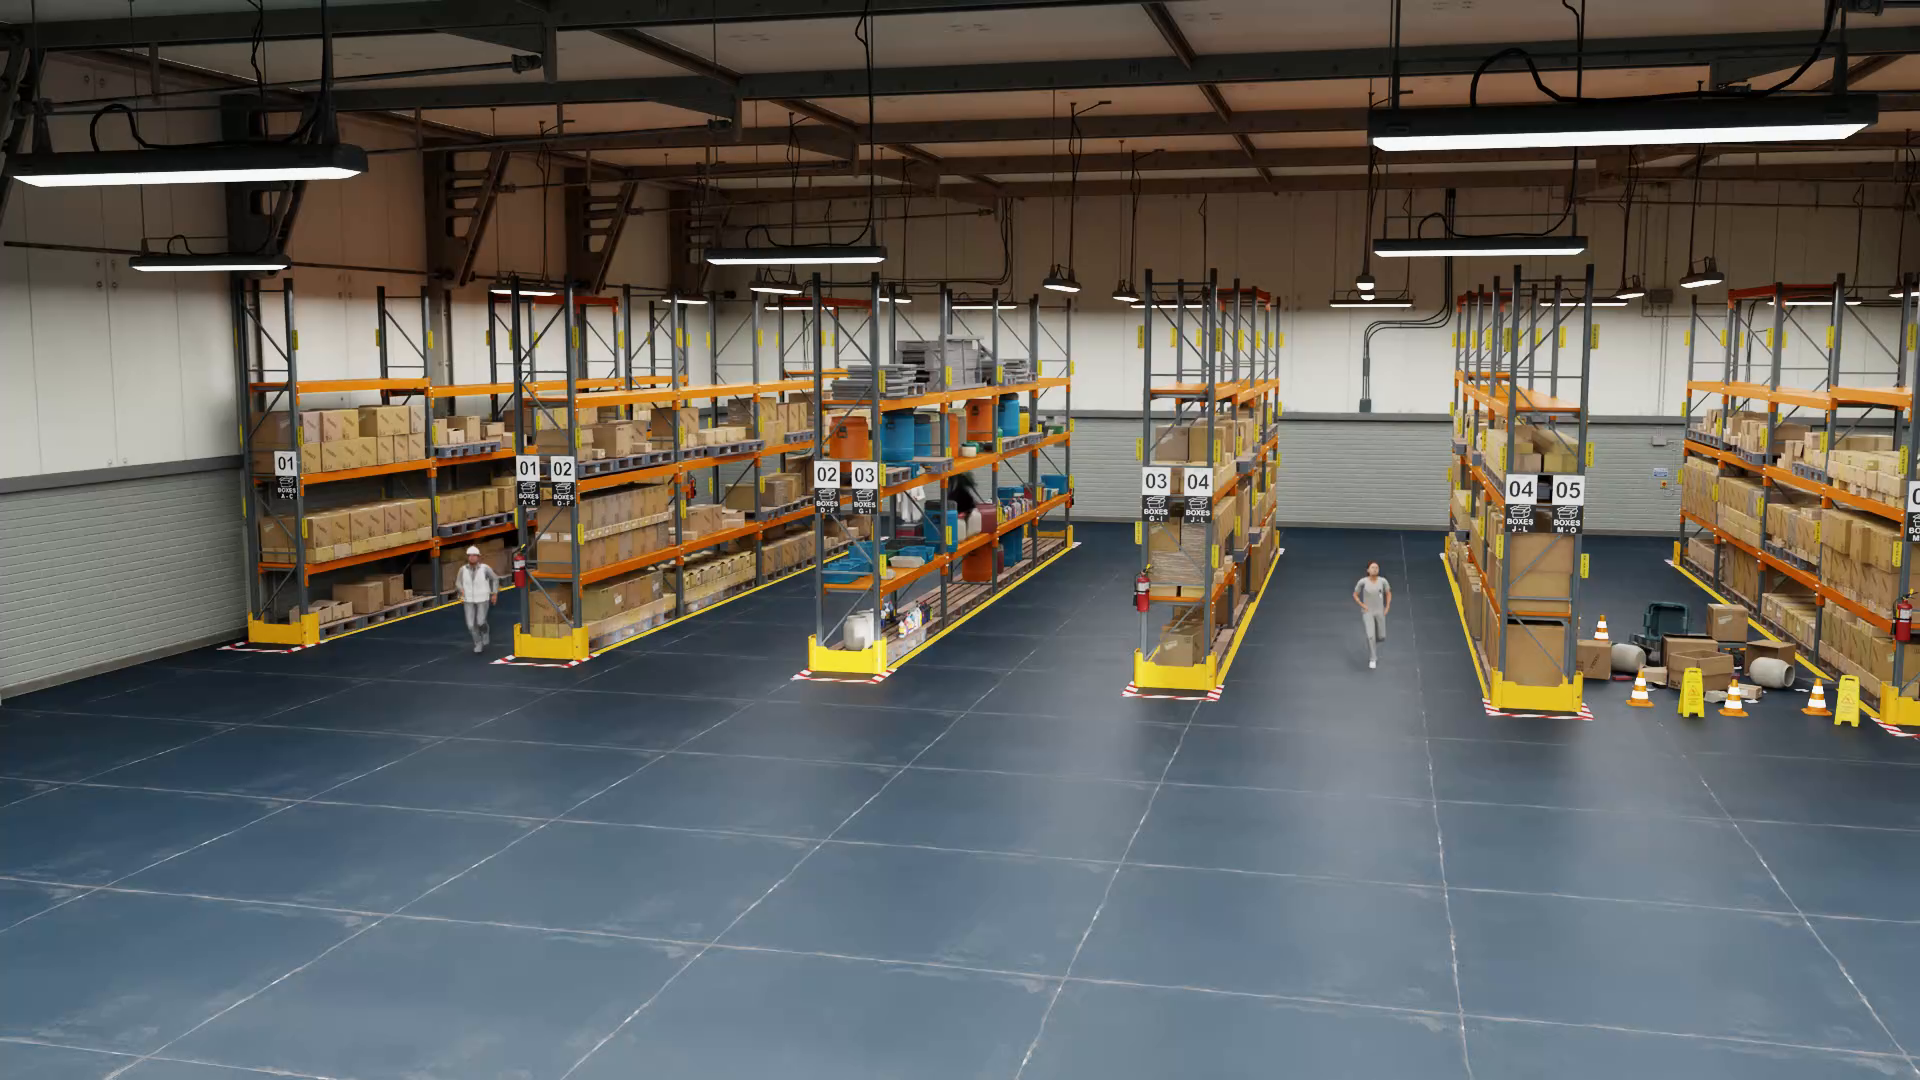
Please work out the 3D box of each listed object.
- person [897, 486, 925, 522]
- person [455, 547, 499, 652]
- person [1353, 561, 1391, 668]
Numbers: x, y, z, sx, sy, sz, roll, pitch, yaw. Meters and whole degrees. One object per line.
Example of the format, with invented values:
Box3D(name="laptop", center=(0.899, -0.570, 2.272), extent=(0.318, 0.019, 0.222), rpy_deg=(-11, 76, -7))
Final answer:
Box3D(name="person", center=(-1.195, -0.700, 40.168), extent=(0.713, 1.805, 0.948), rpy_deg=(0, 7, 4))
Box3D(name="person", center=(-7.764, 0.963, 26.682), extent=(0.662, 1.724, 0.625), rpy_deg=(0, 7, -2))
Box3D(name="person", center=(6.376, 1.126, 25.760), extent=(0.590, 1.627, 0.640), rpy_deg=(0, 7, -1))
